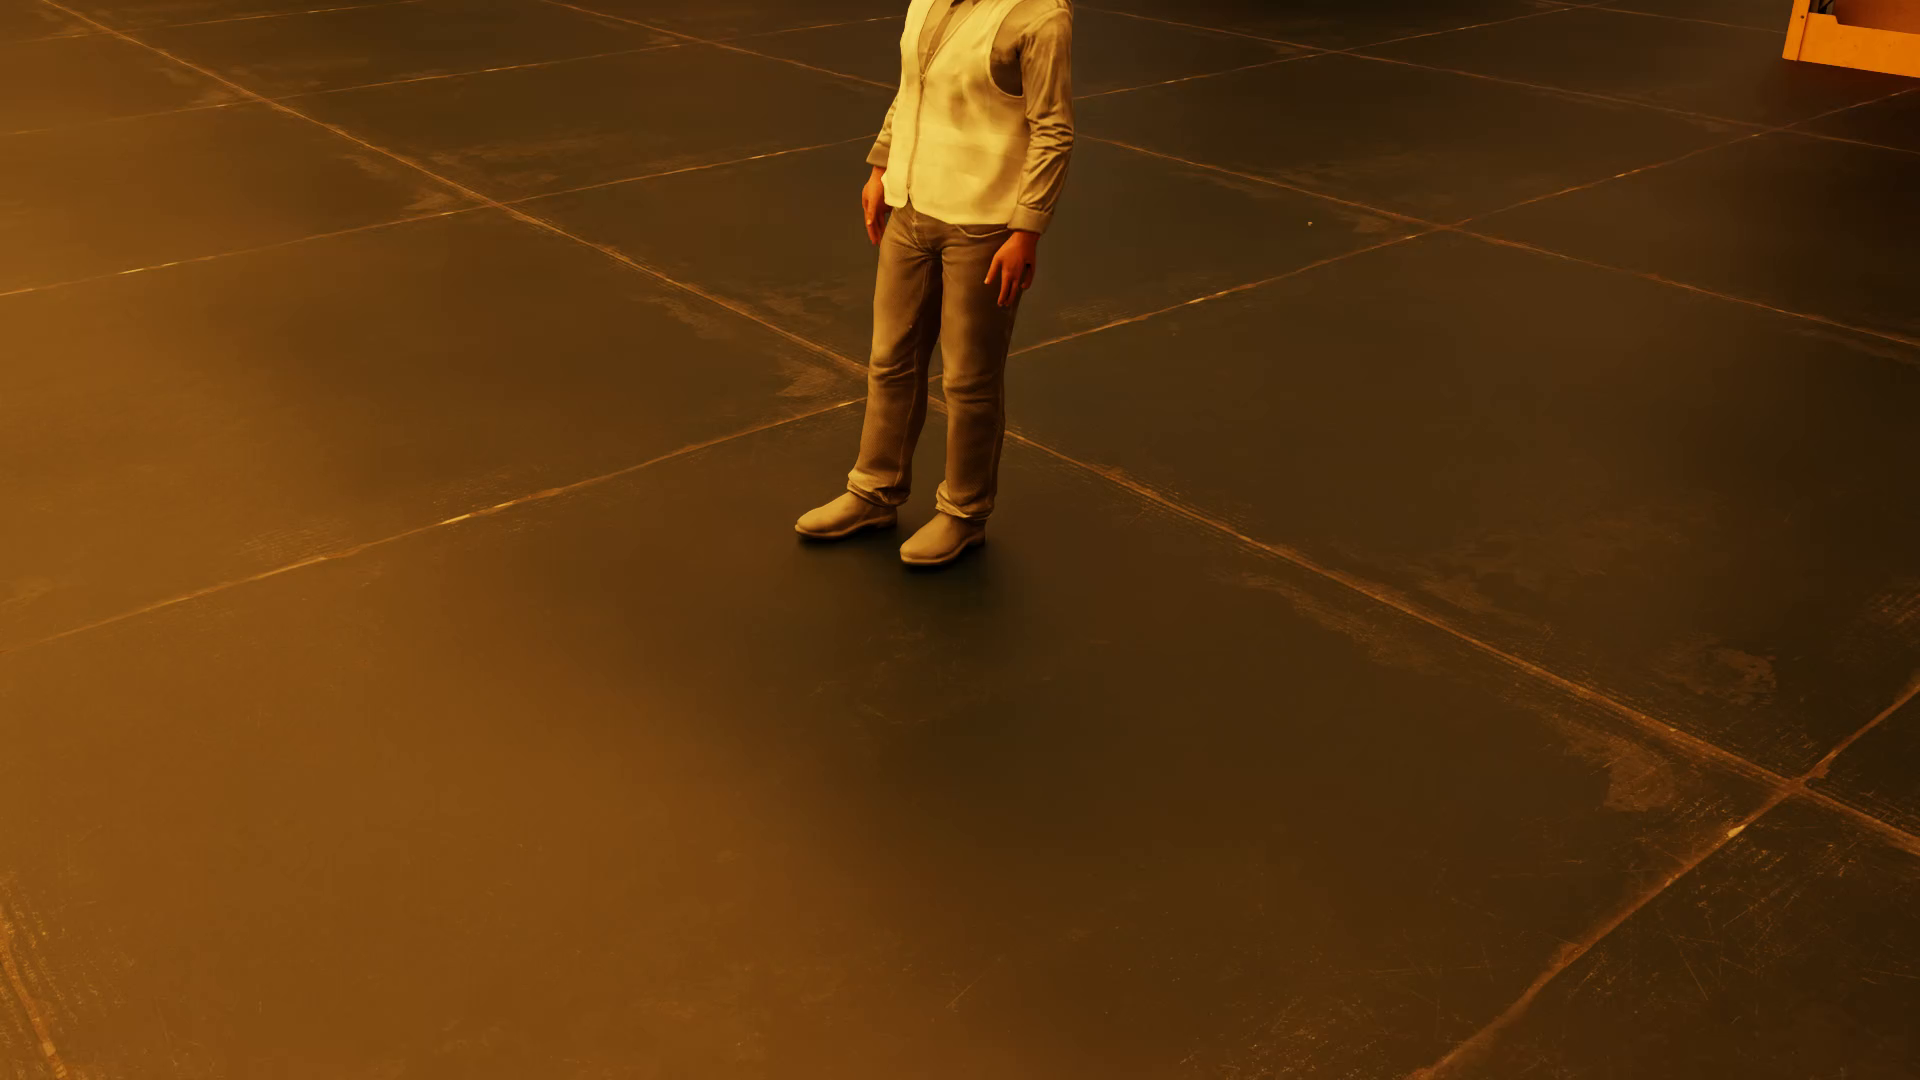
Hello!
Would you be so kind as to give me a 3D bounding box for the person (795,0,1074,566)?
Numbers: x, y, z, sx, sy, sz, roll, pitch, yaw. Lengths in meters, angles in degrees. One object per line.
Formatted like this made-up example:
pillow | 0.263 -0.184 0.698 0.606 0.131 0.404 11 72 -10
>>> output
person | -0.053 -0.786 4.072 0.566 1.775 0.634 -20 33 -35
